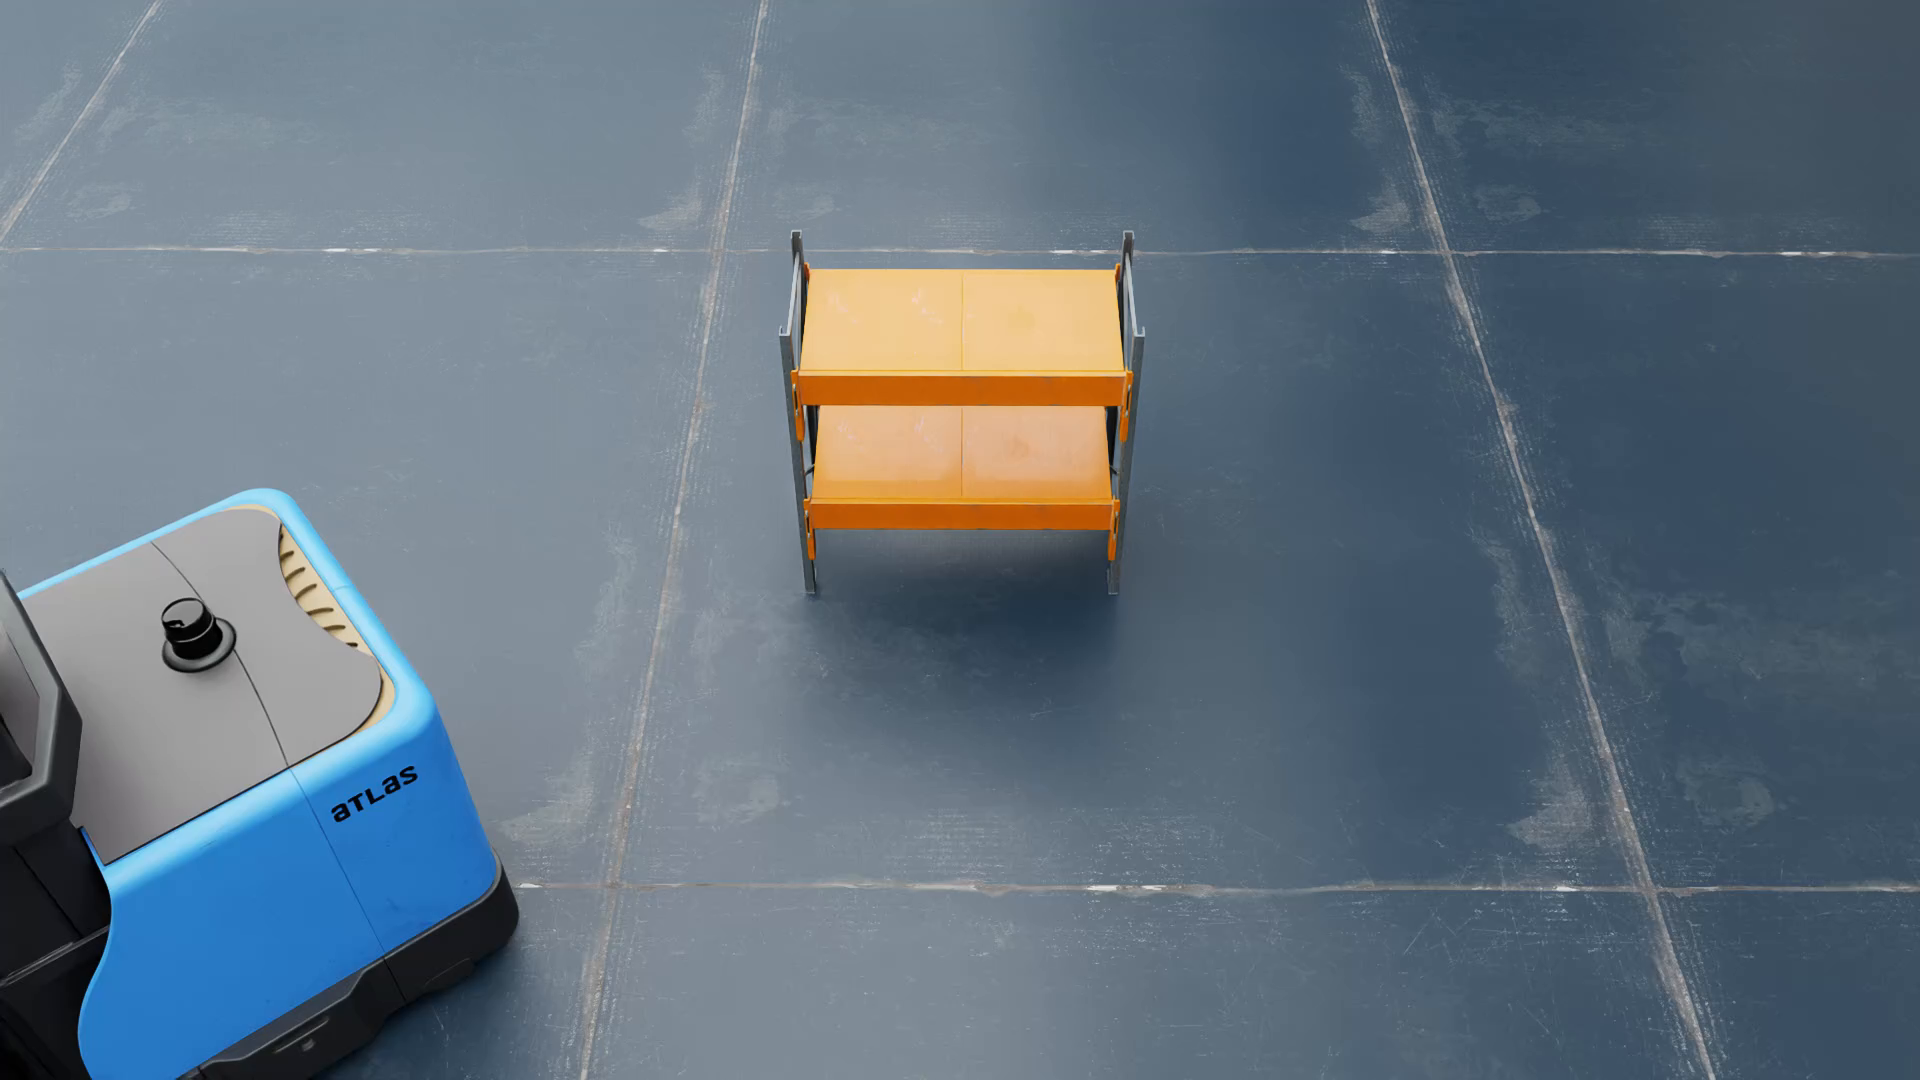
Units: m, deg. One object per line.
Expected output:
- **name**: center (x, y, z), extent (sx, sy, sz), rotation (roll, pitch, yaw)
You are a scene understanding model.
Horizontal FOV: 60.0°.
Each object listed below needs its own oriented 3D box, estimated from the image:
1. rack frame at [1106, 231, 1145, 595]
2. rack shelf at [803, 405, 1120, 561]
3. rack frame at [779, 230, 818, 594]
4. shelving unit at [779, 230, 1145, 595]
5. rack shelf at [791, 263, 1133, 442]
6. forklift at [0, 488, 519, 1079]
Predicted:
- **rack frame**: center (0.515, -0.382, 5.337), extent (0.032, 1.125, 0.500), rotation (0, 47, 0)
- **rack shelf**: center (0.007, -0.217, 5.517), extent (1.000, 0.278, 0.538), rotation (0, 47, 0)
- **rack frame**: center (-0.502, -0.385, 5.340), extent (0.032, 1.125, 0.500), rotation (0, 47, 0)
- **shelving unit**: center (0.007, -0.383, 5.338), extent (1.048, 1.125, 0.538), rotation (0, 47, 0)
- **rack shelf**: center (0.007, -0.583, 5.124), extent (1.000, 0.278, 0.538), rotation (0, 47, 0)
- **forklift**: center (-2.710, 0.511, 3.272), extent (3.031, 2.935, 1.130), rotation (-30, 54, -25)
